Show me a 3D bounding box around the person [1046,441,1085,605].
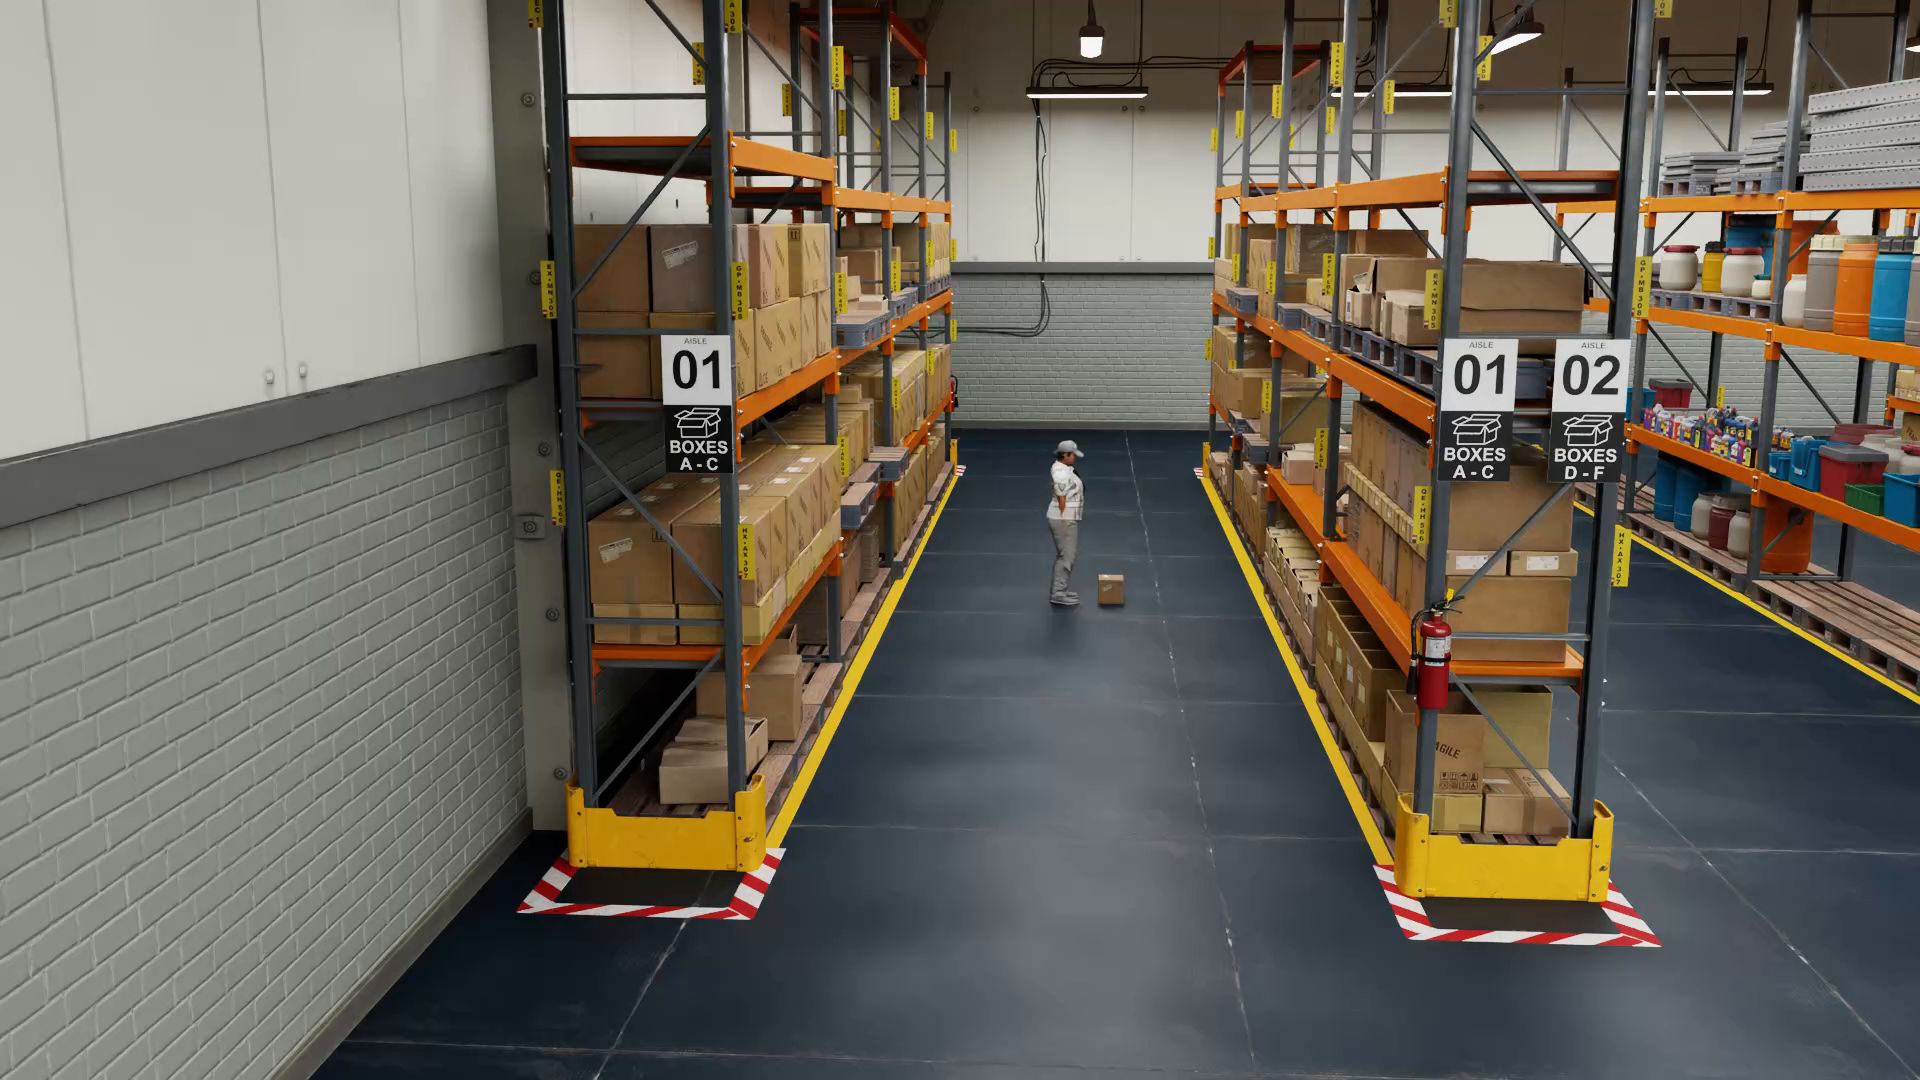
[{"bbox_3d":[1.074,-0.191,16.953,0.390,1.657,0.471,1,11,5],"label":"person"}]
